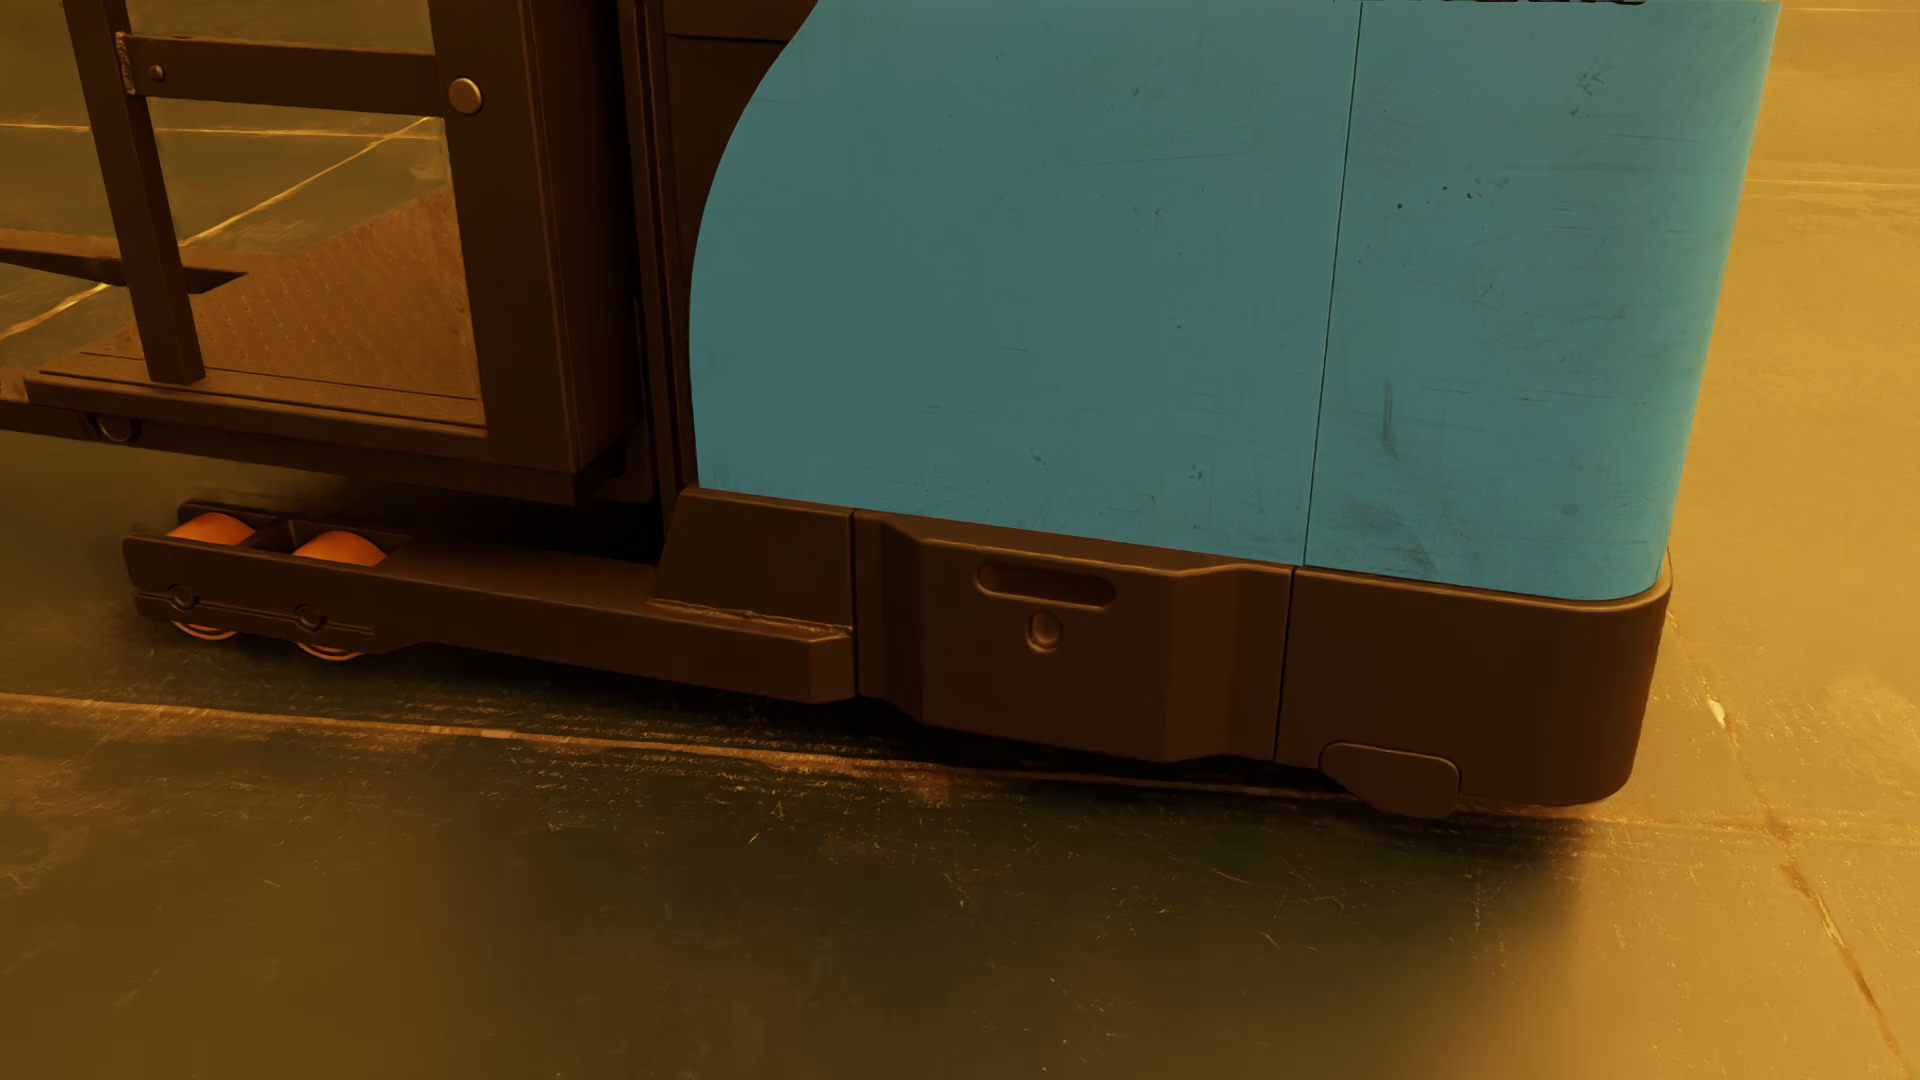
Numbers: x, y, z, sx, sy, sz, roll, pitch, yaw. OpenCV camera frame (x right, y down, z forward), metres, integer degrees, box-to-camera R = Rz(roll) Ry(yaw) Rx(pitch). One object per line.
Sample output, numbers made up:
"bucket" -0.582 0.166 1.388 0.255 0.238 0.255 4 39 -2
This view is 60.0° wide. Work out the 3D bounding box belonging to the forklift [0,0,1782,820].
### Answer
"forklift" -0.591 -1.369 1.961 3.031 2.935 1.130 8 27 15
